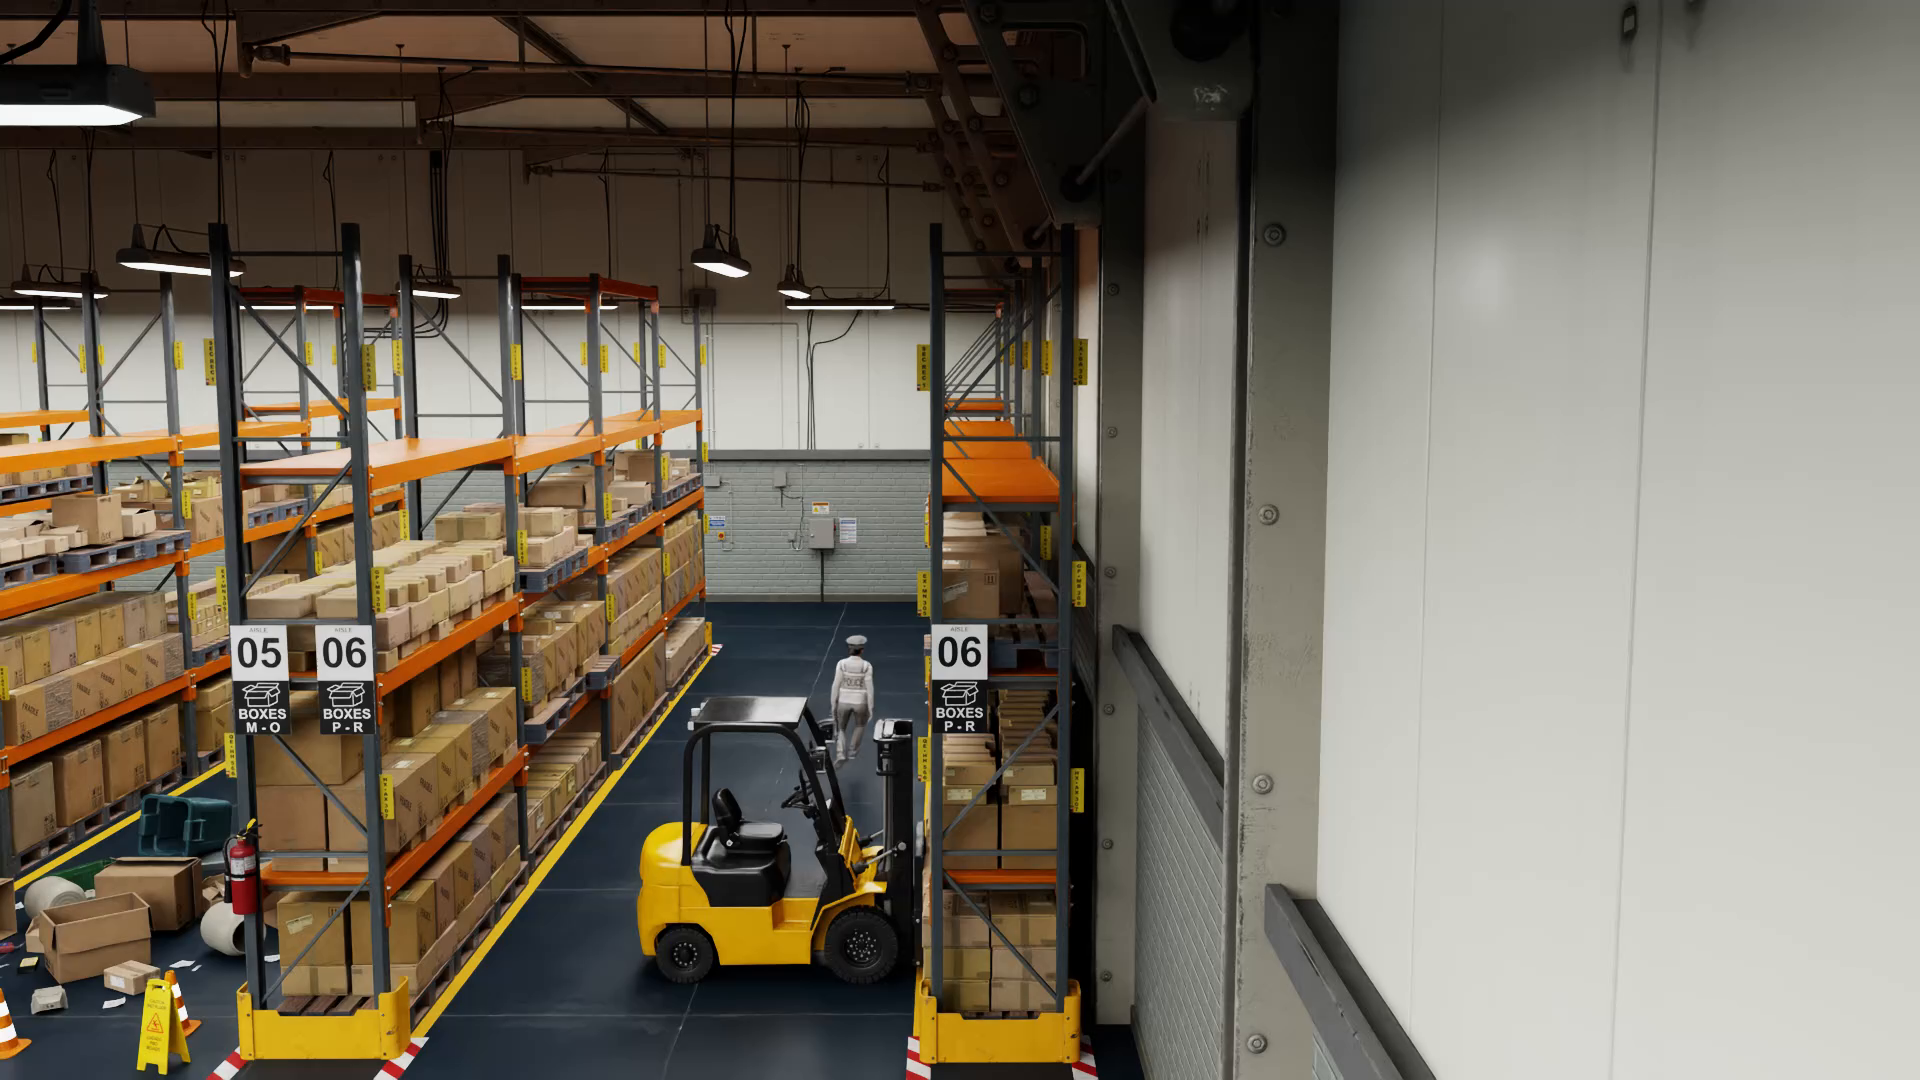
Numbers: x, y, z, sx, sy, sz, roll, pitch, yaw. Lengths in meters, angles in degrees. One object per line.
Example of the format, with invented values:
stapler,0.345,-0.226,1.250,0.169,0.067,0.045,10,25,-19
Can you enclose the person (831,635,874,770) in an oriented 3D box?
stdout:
person,-1.265,1.923,19.641,0.518,1.582,0.598,0,7,3
